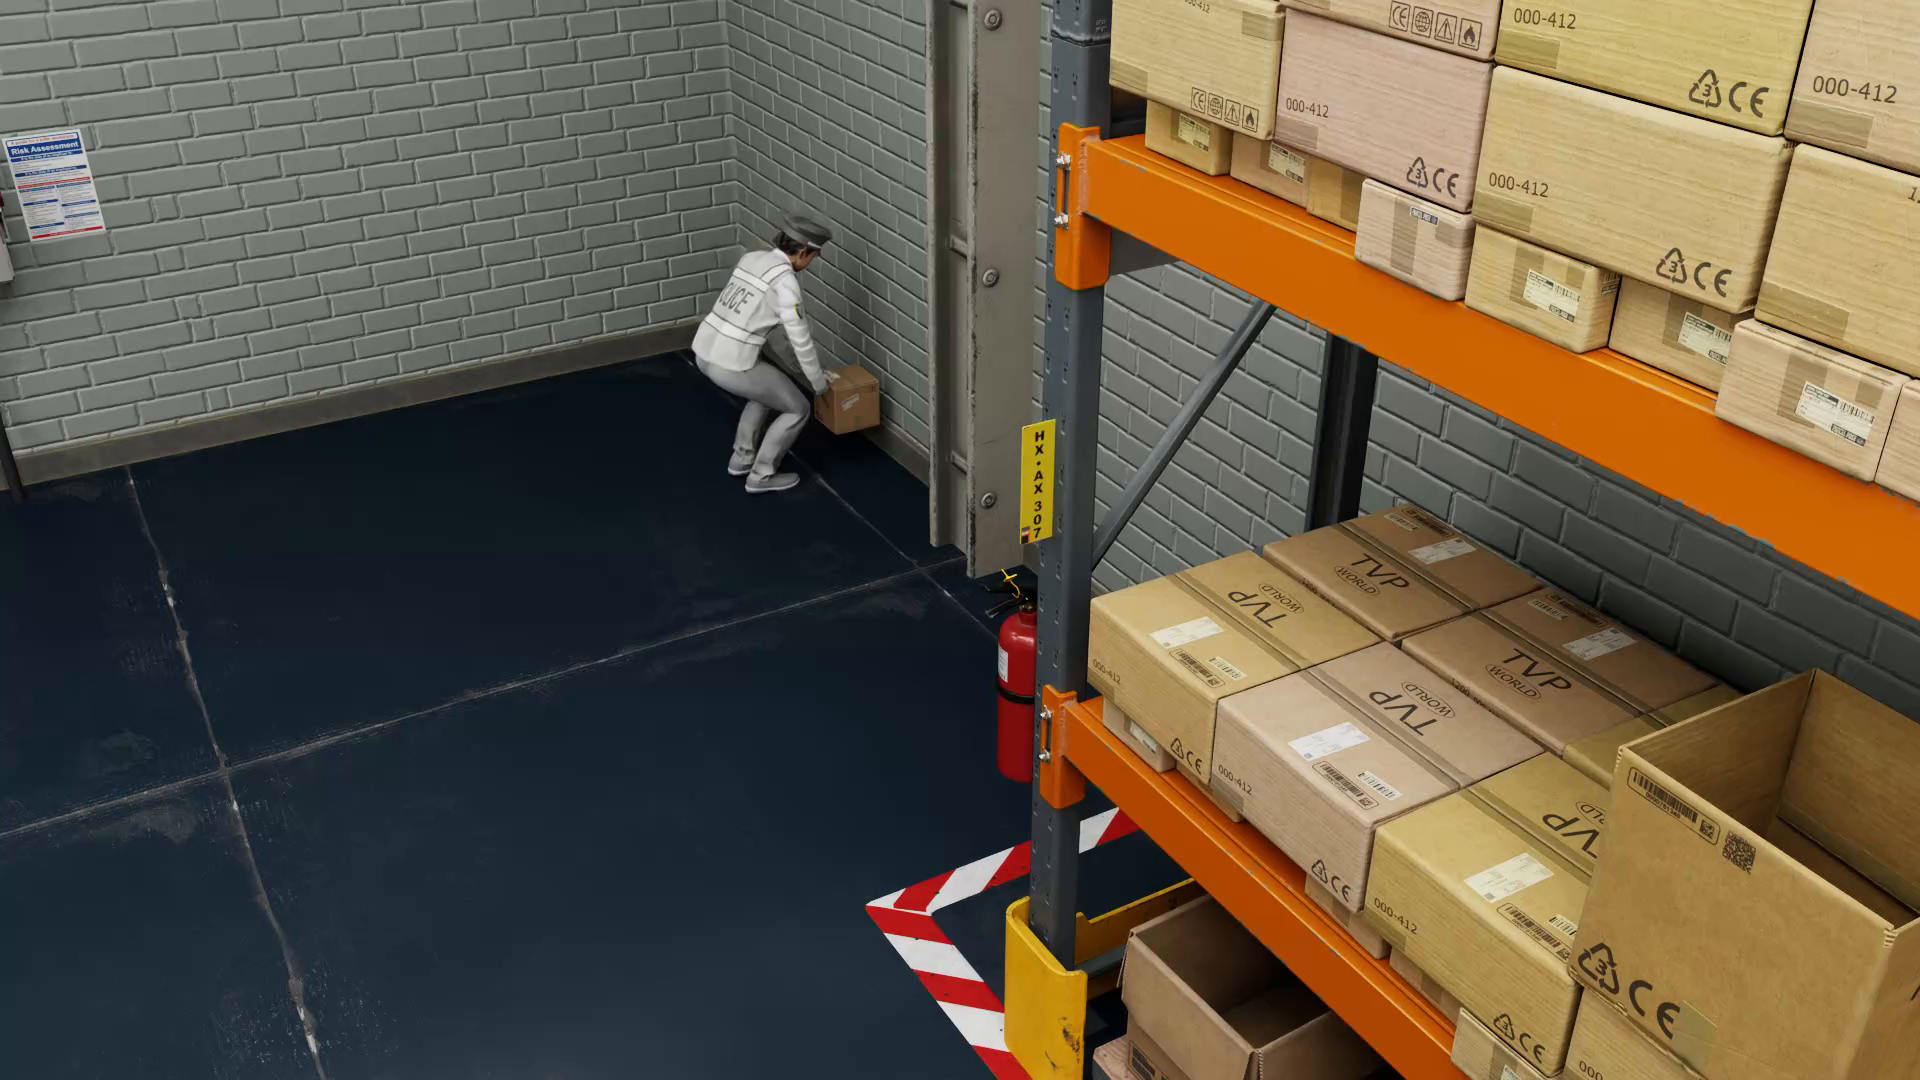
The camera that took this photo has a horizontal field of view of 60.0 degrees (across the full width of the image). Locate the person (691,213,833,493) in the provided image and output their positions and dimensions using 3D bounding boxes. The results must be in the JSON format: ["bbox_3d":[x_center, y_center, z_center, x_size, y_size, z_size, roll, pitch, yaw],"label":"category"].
[{"bbox_3d":[-0.946,-0.916,8.125,0.737,1.322,0.534,-16,33,-26],"label":"person"}]
